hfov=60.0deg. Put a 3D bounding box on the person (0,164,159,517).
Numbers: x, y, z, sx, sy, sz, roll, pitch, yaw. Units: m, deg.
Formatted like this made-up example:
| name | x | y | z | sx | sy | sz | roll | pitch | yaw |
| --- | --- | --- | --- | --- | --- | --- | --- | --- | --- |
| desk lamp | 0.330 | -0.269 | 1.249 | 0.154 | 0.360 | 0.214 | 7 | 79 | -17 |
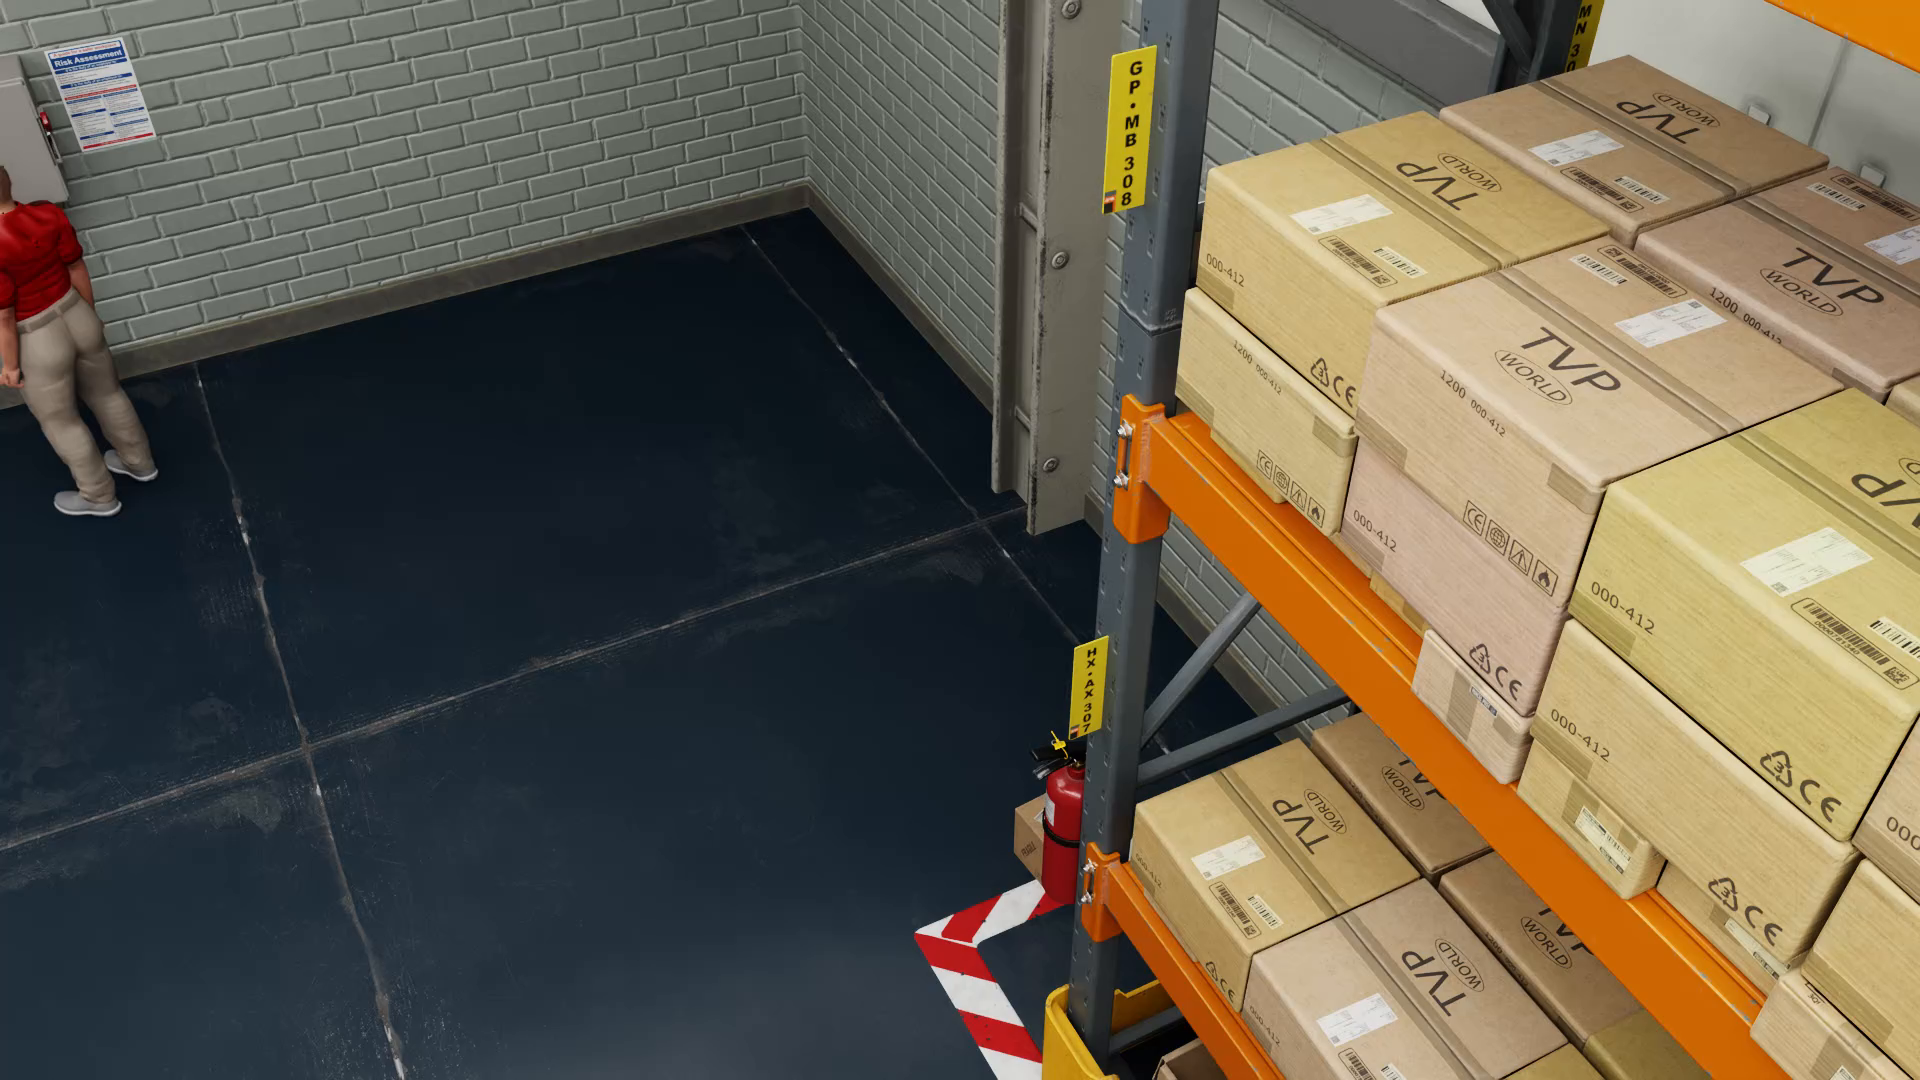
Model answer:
| name | x | y | z | sx | sy | sz | roll | pitch | yaw |
| --- | --- | --- | --- | --- | --- | --- | --- | --- | --- |
| person | -3.946 | -0.869 | 7.172 | 0.386 | 1.727 | 0.520 | 14 | 43 | 16 |
